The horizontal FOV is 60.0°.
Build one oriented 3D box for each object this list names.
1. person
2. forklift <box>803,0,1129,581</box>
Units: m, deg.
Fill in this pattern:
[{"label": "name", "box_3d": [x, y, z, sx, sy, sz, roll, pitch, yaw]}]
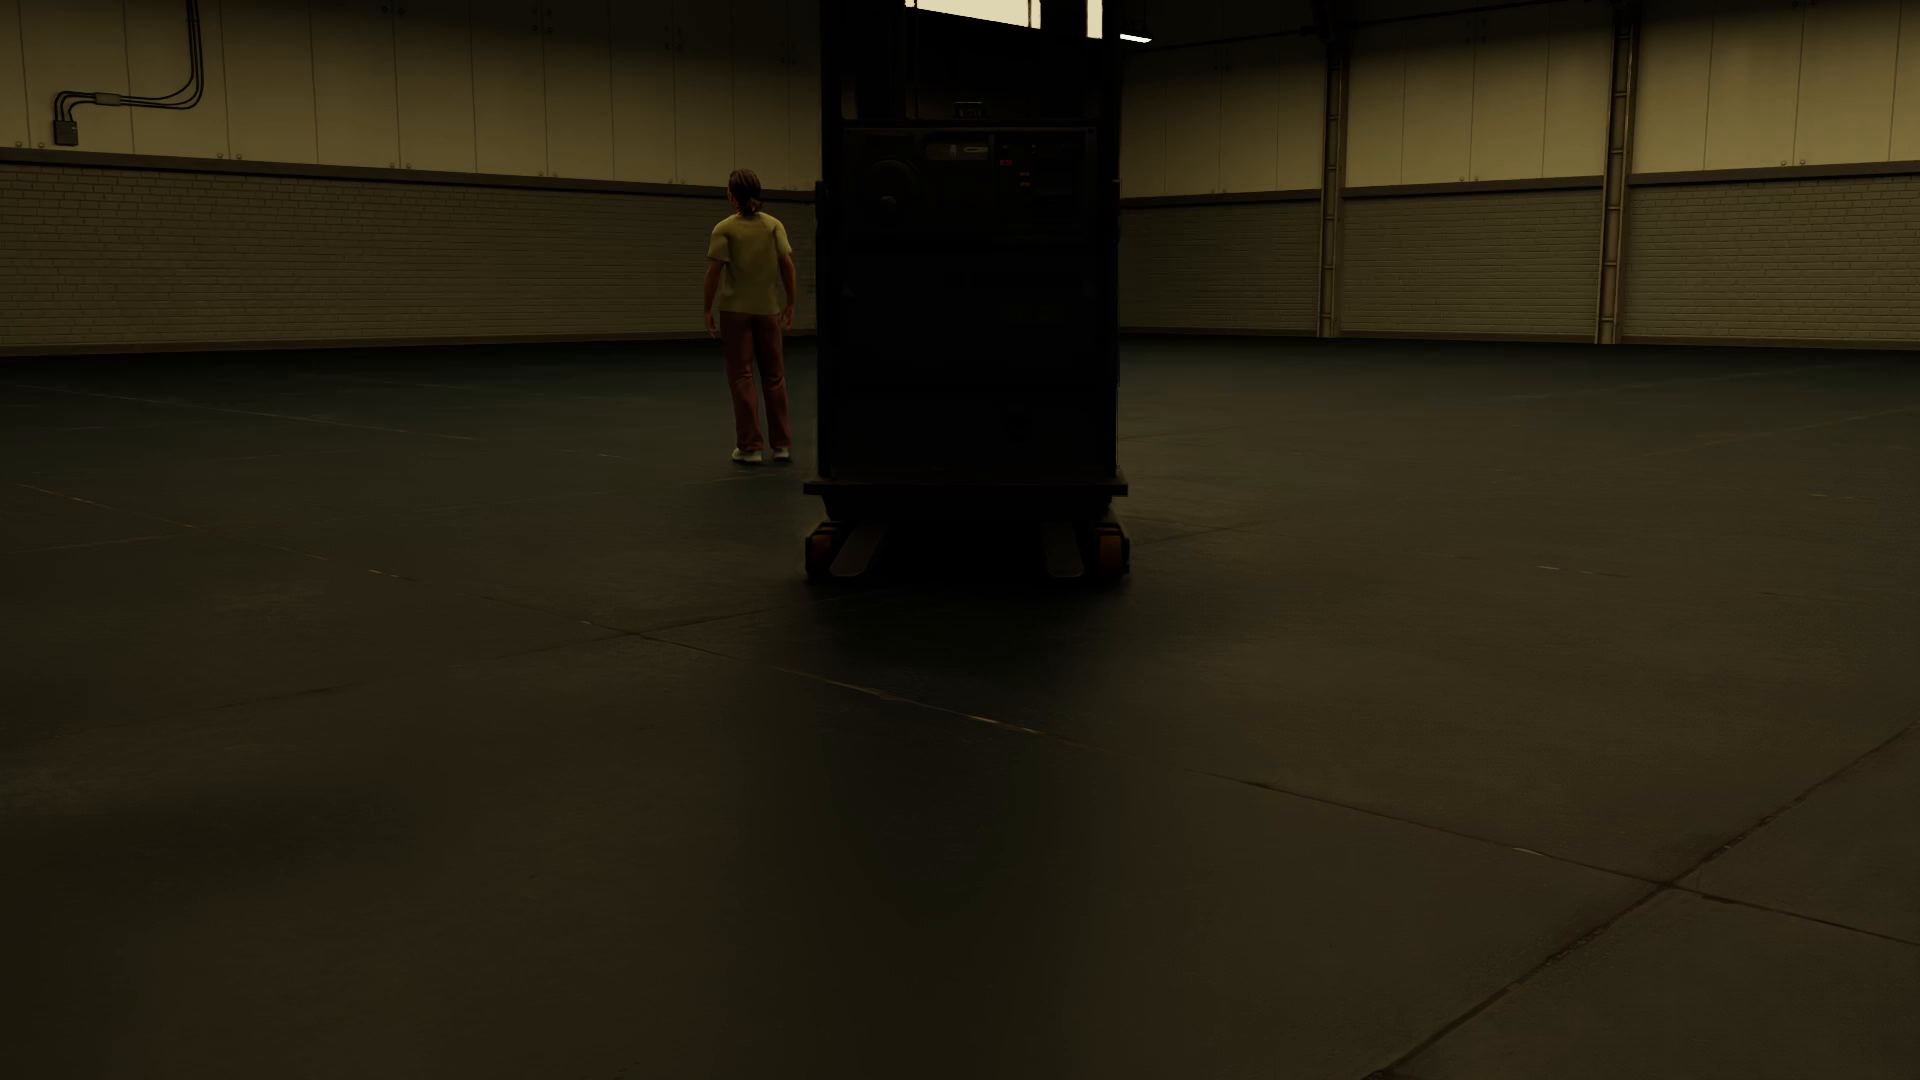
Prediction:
[{"label": "person", "box_3d": [-1.227, -1.292, 9.630, 0.553, 1.674, 0.549, -3, 9, -20]}, {"label": "forklift", "box_3d": [0.030, -1.353, 5.856, 1.130, 2.935, 3.031, 0, 9, 2]}]
